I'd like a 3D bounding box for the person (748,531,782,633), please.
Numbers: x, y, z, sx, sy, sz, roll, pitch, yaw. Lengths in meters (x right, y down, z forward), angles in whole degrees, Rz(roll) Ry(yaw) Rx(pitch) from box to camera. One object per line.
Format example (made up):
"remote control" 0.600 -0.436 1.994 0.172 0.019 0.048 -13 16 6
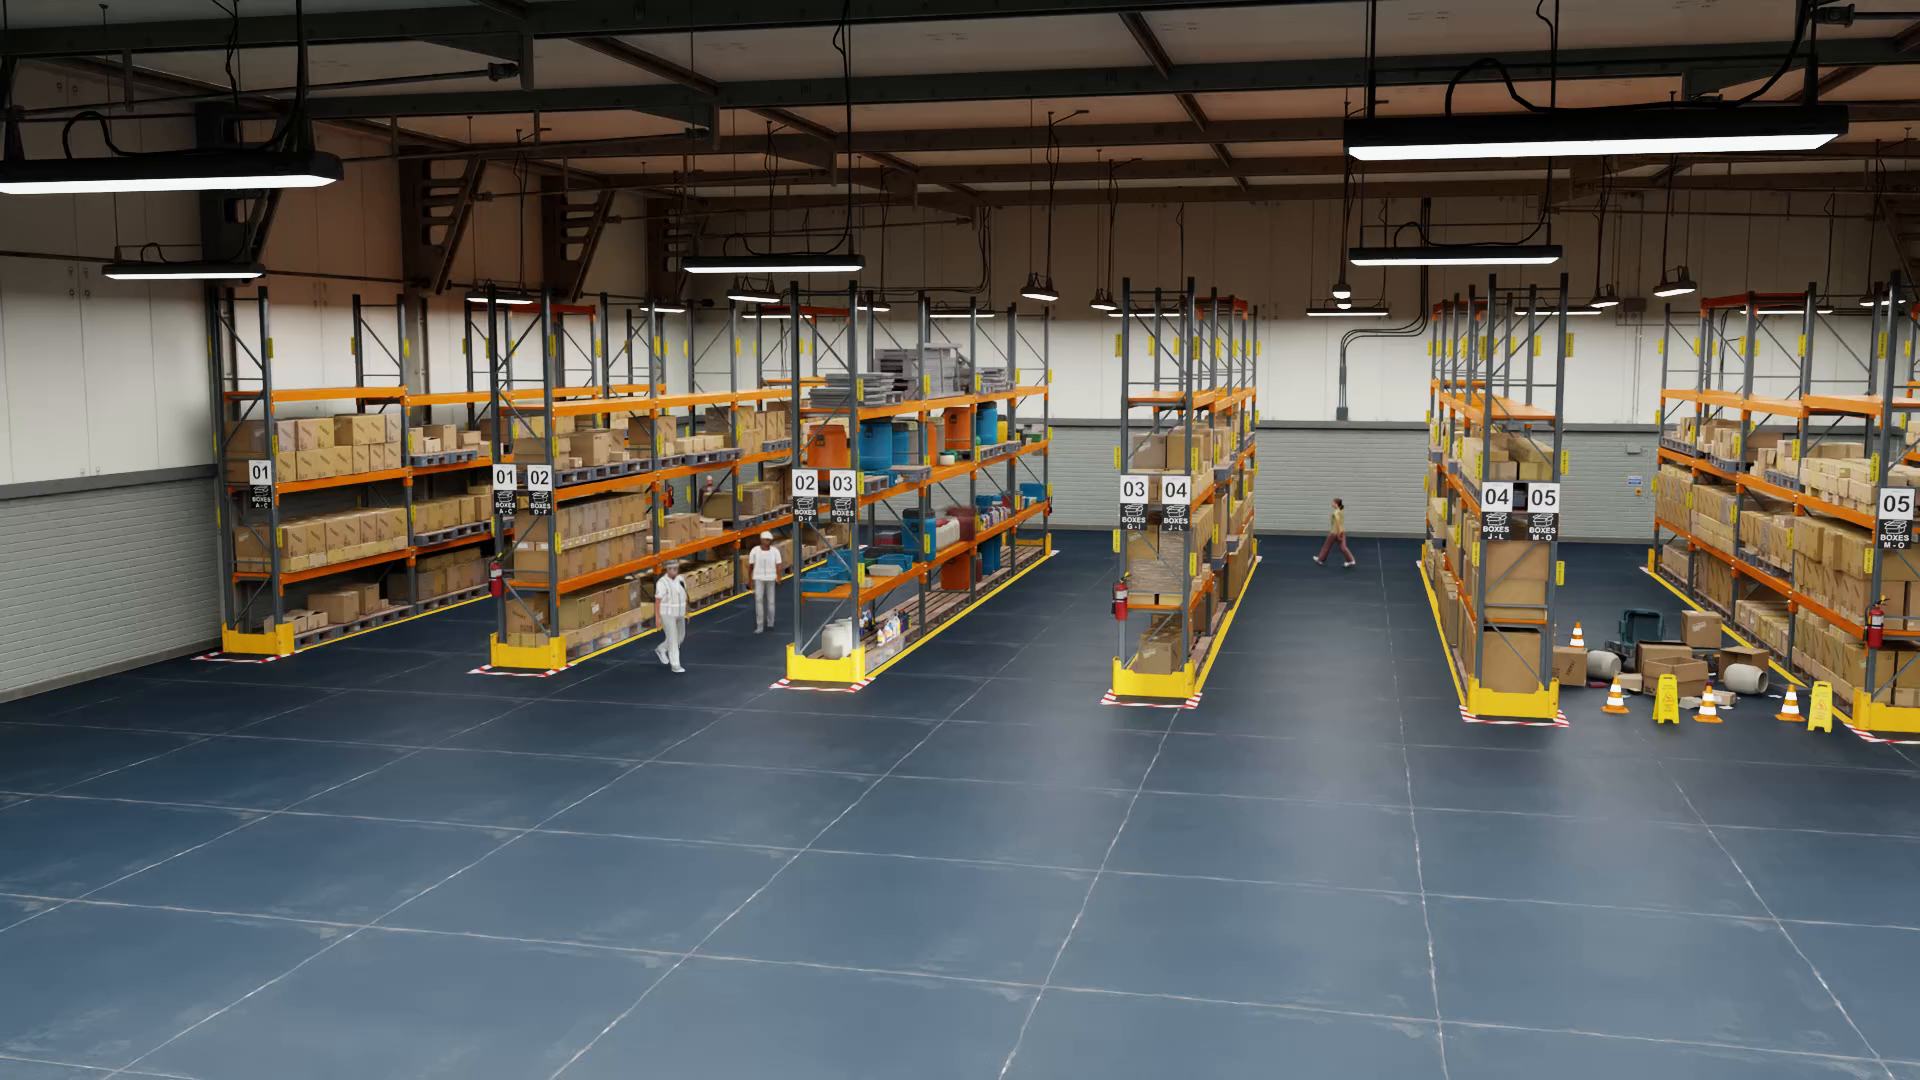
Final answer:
"person" -3.466 0.740 29.698 0.600 1.765 0.782 -1 7 -11

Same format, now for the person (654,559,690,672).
"person" -4.501 1.150 25.990 0.888 1.729 0.591 6 9 41

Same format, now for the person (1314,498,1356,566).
"person" 8.642 -0.188 38.308 0.427 1.588 1.121 -6 9 -41

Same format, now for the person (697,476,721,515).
"person" -6.390 -0.748 42.479 0.676 1.777 0.962 -1 7 -6
